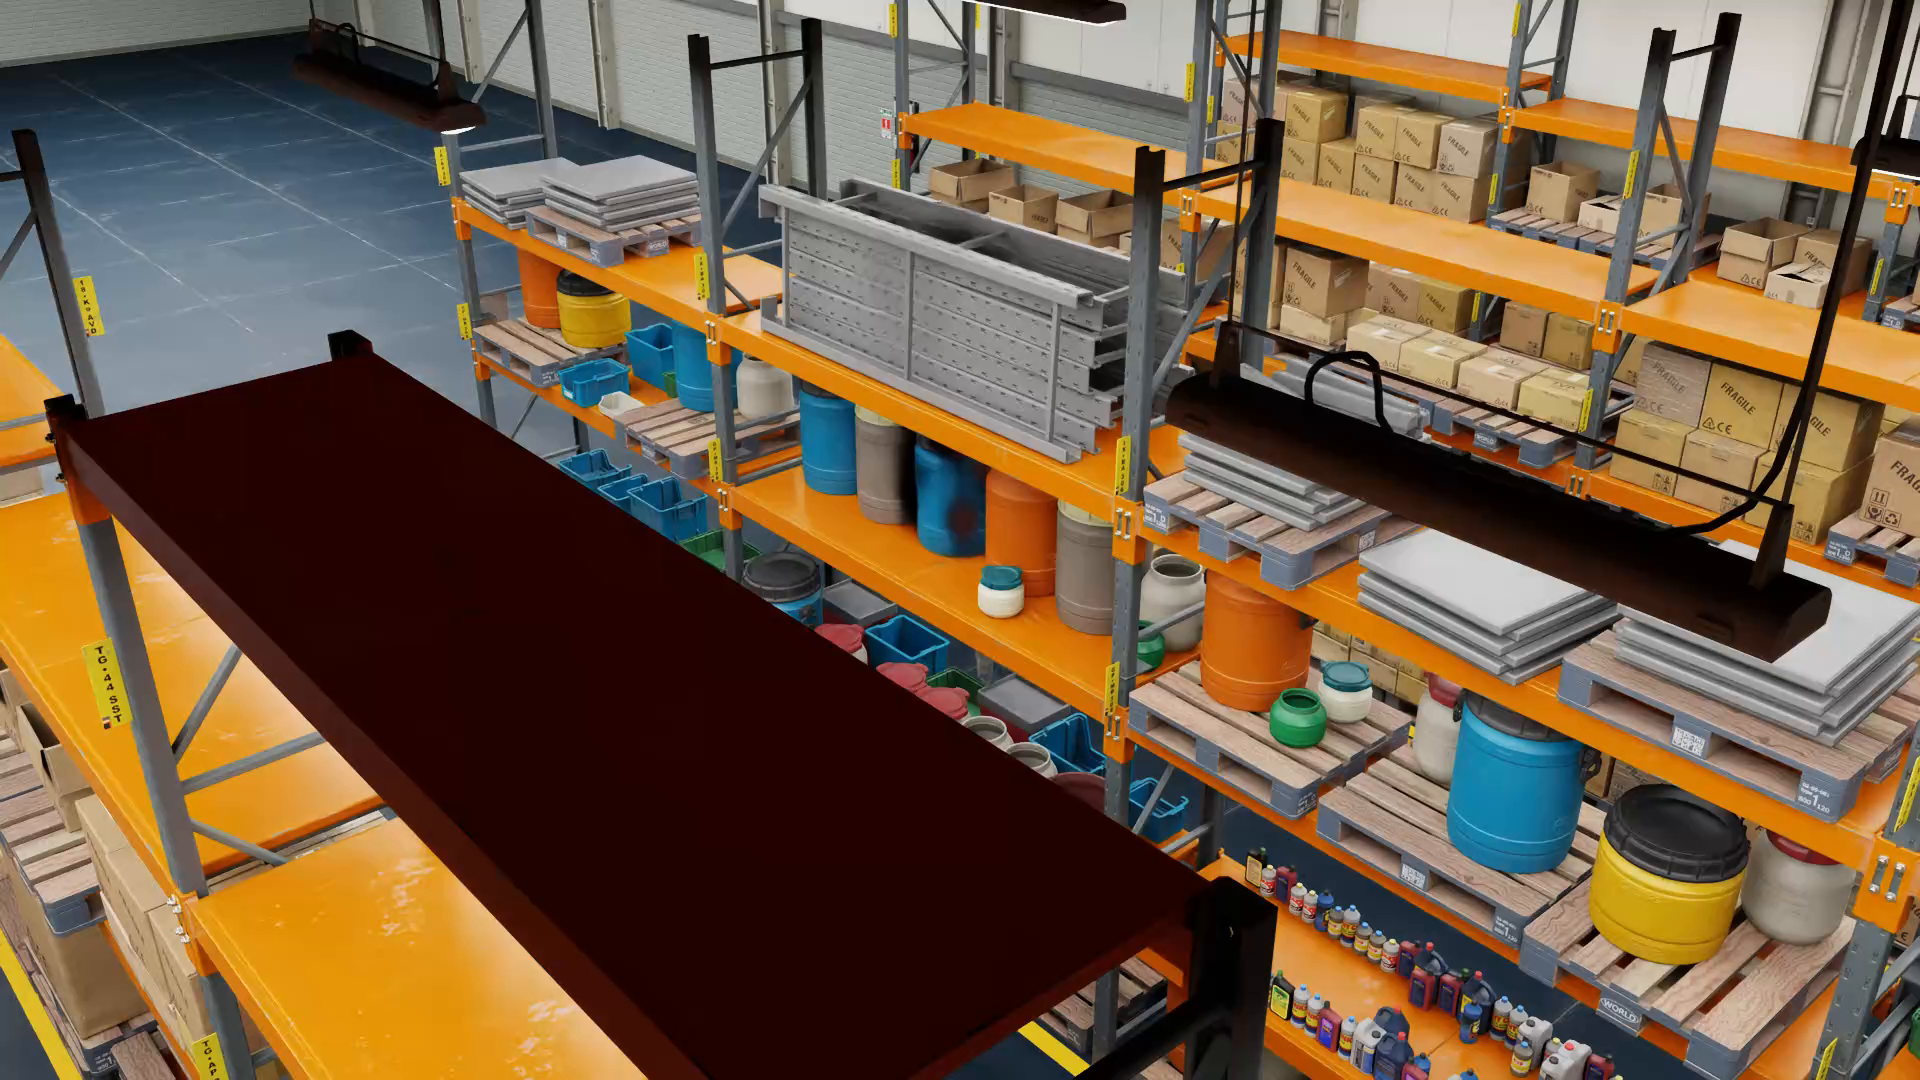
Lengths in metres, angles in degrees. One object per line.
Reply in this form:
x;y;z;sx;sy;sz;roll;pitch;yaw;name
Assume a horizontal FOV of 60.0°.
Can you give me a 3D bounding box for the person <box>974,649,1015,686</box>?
0.392;0.660;14.346;0.767;1.775;0.771;-5;27;-10;person
